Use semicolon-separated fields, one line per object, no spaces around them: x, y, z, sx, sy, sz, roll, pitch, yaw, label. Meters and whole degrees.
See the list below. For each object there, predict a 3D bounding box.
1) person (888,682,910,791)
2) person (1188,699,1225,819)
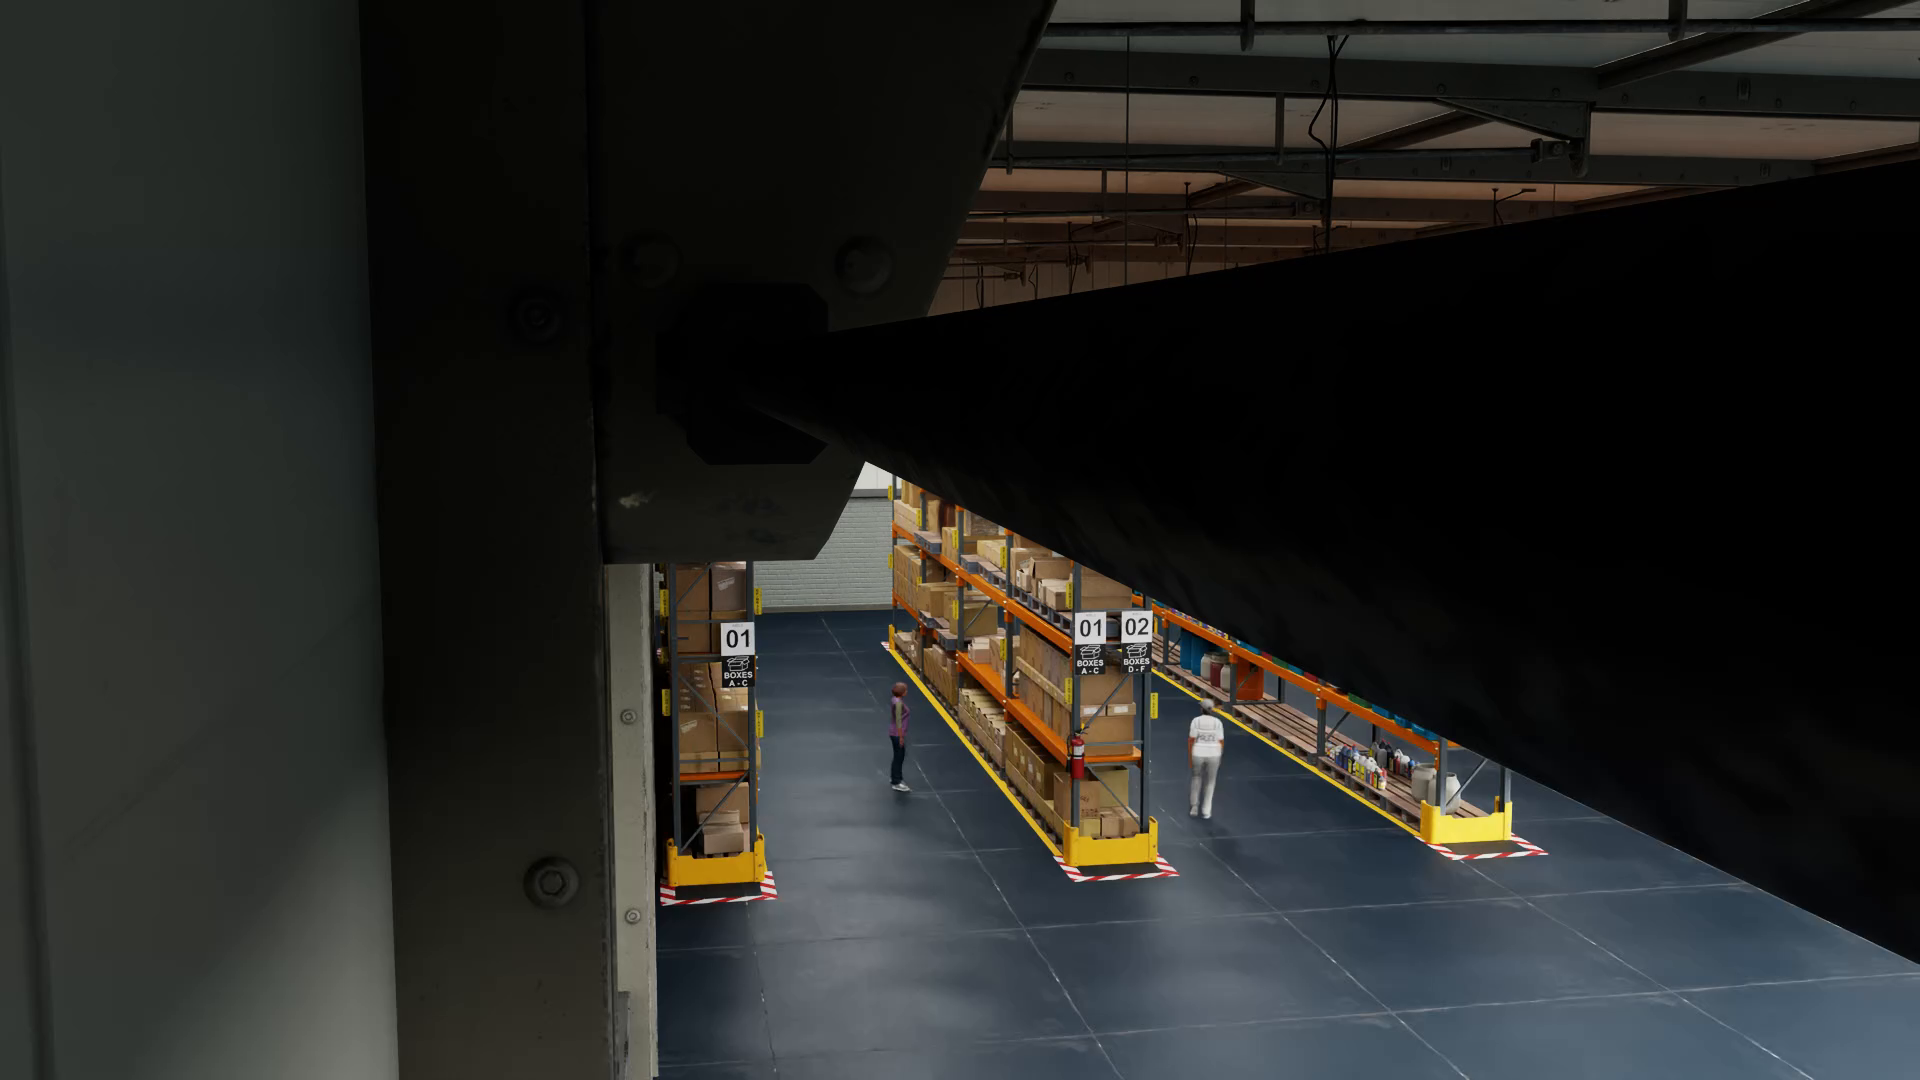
-0.906;2.917;24.568;0.325;1.661;0.482;-1;6;-5;person
3.416;3.041;23.020;0.487;1.709;0.463;2;7;21;person
